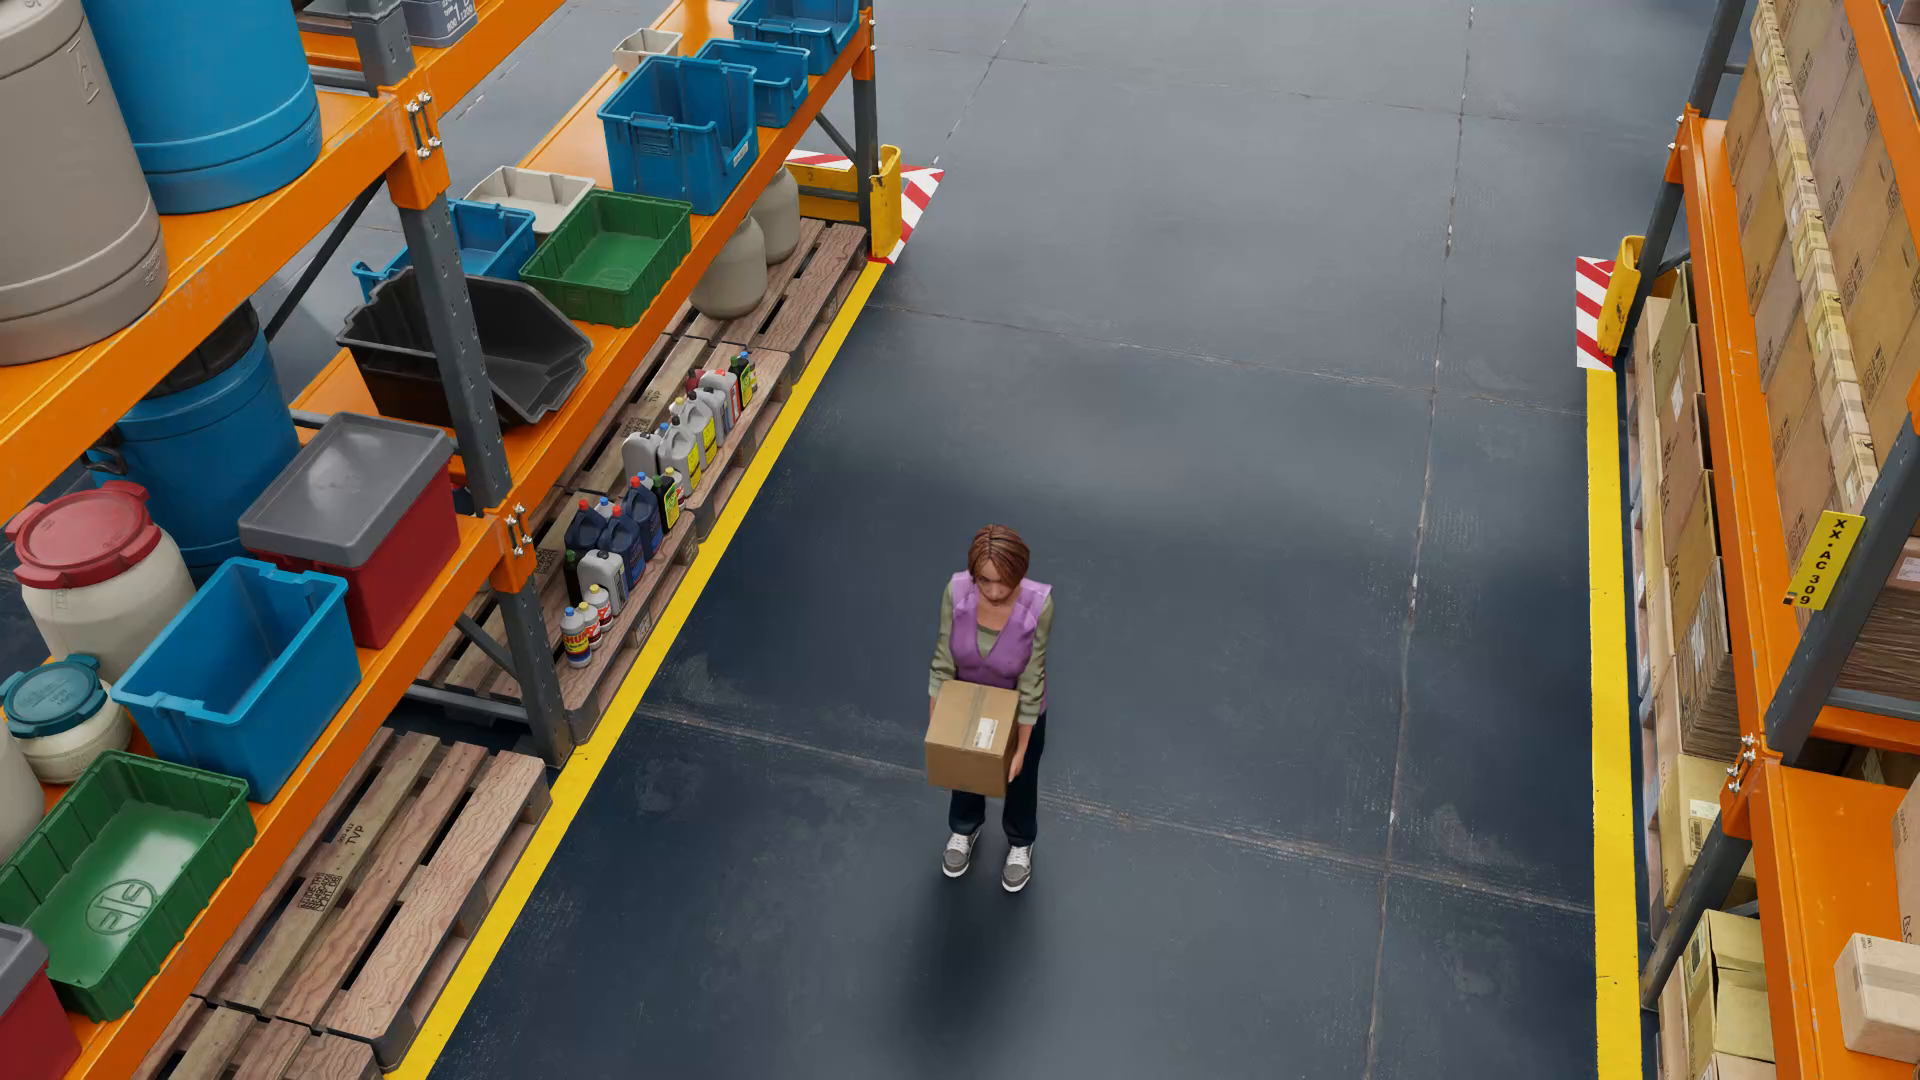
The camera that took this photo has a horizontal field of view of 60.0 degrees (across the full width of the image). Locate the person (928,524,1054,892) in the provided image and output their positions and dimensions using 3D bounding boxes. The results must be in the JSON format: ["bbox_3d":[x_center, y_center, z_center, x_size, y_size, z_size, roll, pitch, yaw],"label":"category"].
[{"bbox_3d":[0.097,0.604,5.490,0.375,1.598,0.508,9,42,10],"label":"person"}]
